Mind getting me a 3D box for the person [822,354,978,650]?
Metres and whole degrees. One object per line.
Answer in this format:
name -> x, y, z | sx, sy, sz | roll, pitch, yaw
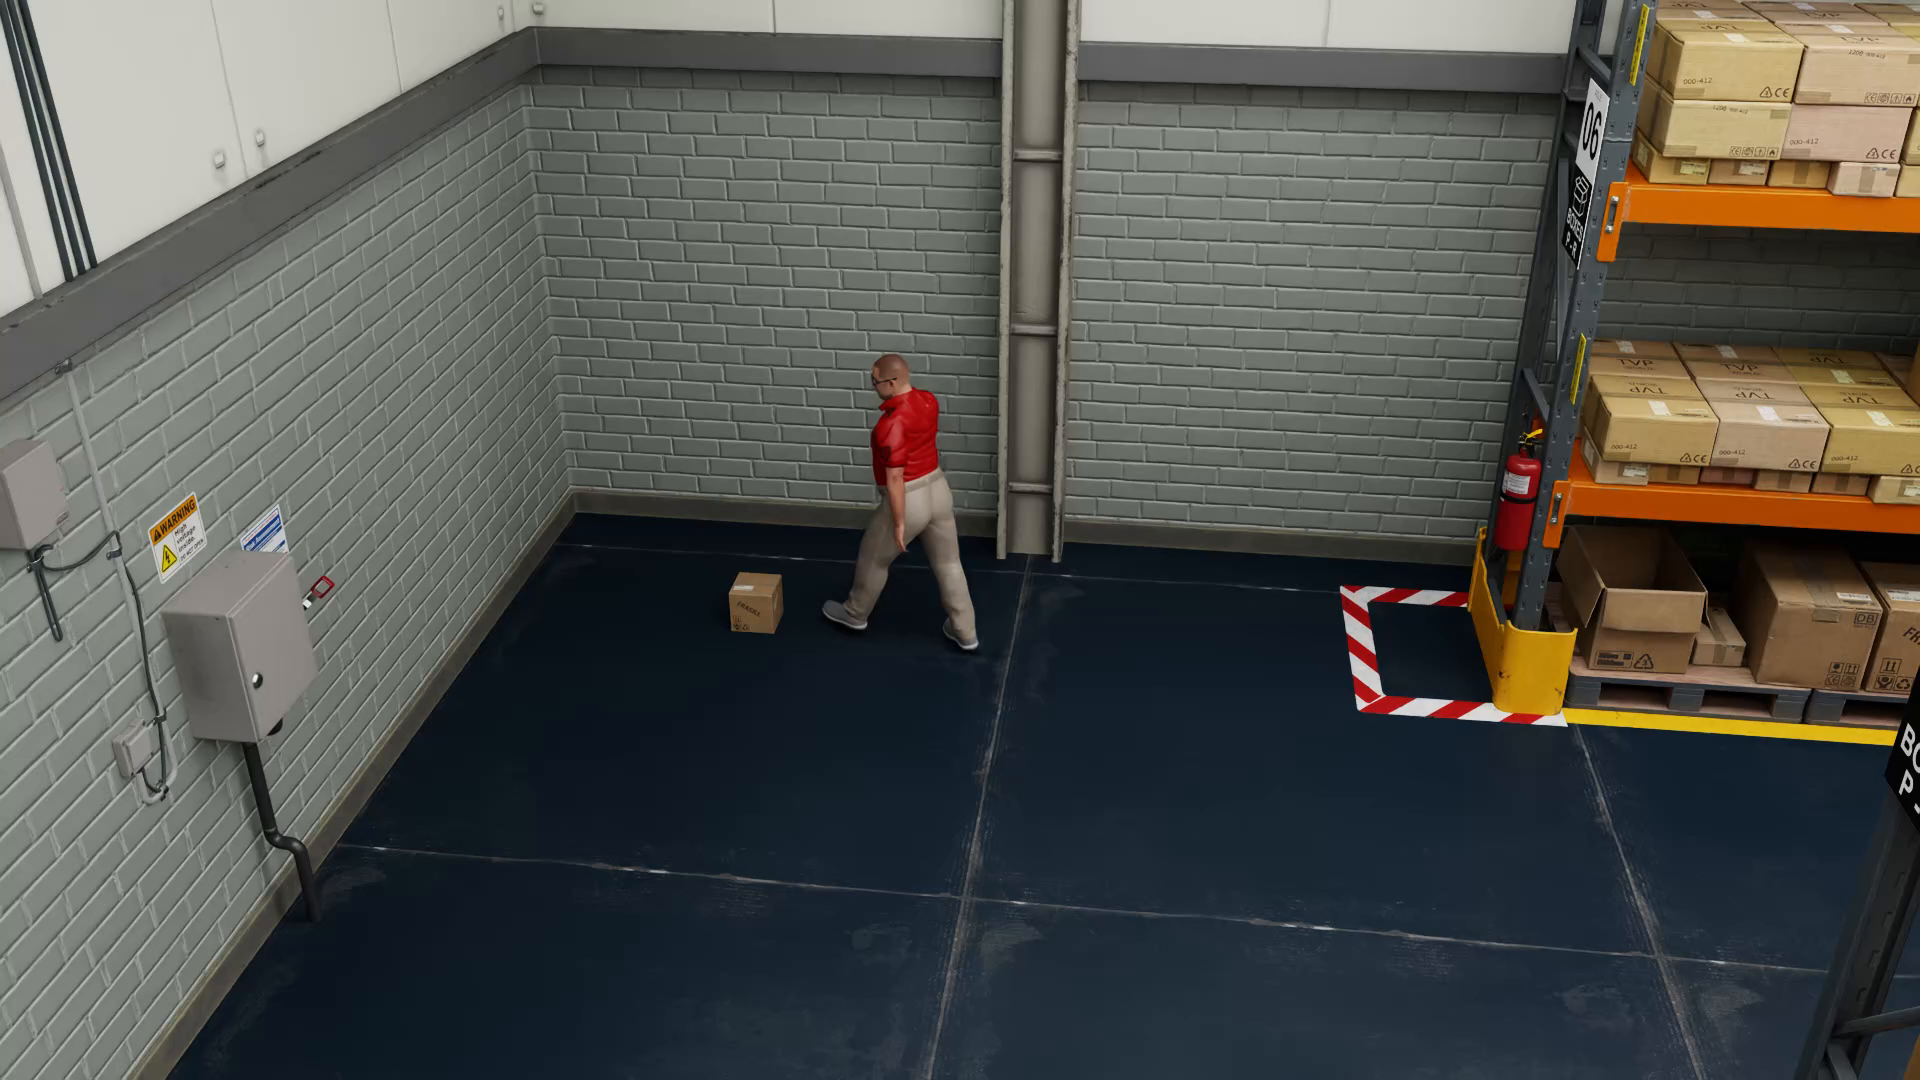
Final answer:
person -> -0.310, -0.234, 9.074 | 0.930, 1.678, 0.547 | 24, 36, 37
